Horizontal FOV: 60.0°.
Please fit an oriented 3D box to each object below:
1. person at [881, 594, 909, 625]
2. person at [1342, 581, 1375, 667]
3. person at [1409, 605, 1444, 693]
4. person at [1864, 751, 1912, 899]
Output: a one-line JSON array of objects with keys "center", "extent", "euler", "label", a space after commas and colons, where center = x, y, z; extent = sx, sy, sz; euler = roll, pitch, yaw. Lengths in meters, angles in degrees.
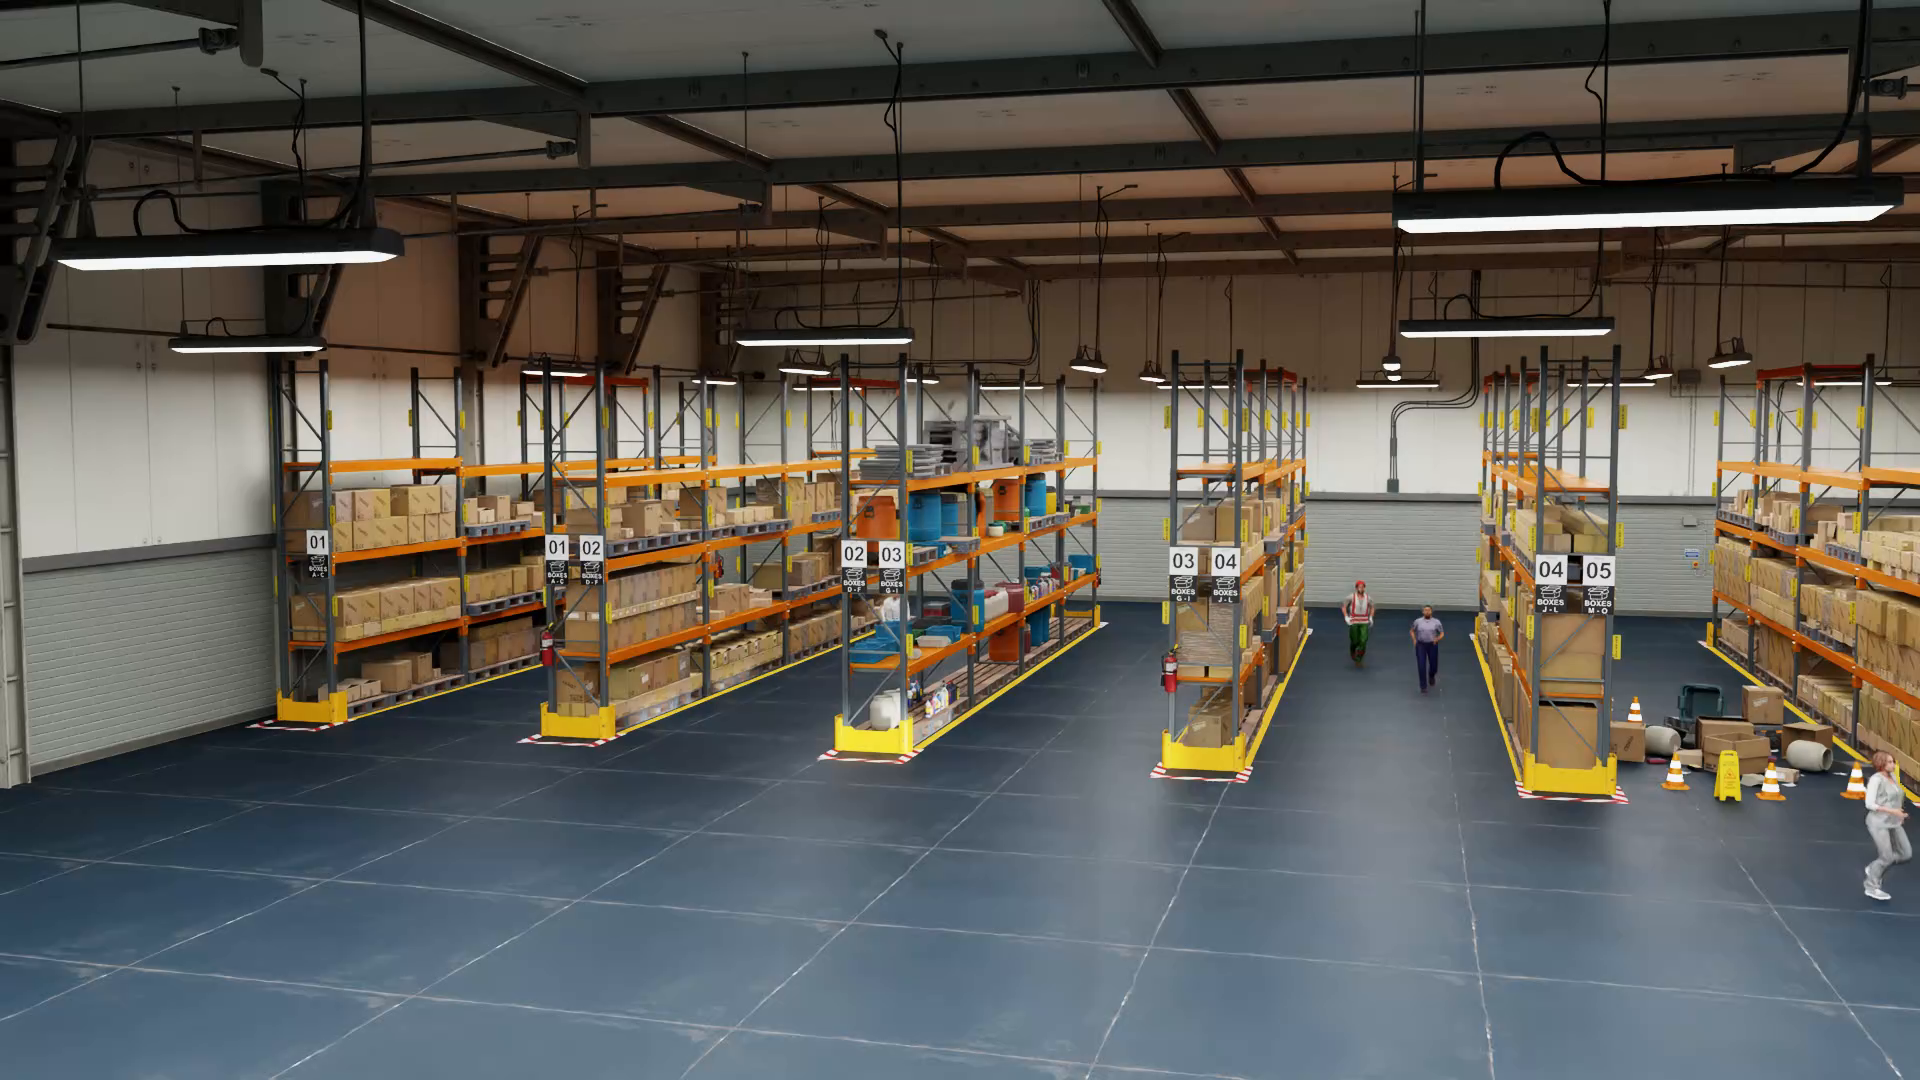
[{"center": [-1.228, 1.646, 31.102], "extent": [0.583, 1.690, 0.695], "euler": [1, 4, 8], "label": "person"}, {"center": [8.141, 1.694, 33.946], "extent": [0.666, 1.750, 0.625], "euler": [0, 4, 5], "label": "person"}, {"center": [8.604, 1.999, 30.711], "extent": [0.599, 1.590, 0.688], "euler": [1, 4, 14], "label": "person"}, {"center": [9.659, 2.975, 17.285], "extent": [0.526, 1.556, 0.536], "euler": [-2, 5, -28], "label": "person"}]
